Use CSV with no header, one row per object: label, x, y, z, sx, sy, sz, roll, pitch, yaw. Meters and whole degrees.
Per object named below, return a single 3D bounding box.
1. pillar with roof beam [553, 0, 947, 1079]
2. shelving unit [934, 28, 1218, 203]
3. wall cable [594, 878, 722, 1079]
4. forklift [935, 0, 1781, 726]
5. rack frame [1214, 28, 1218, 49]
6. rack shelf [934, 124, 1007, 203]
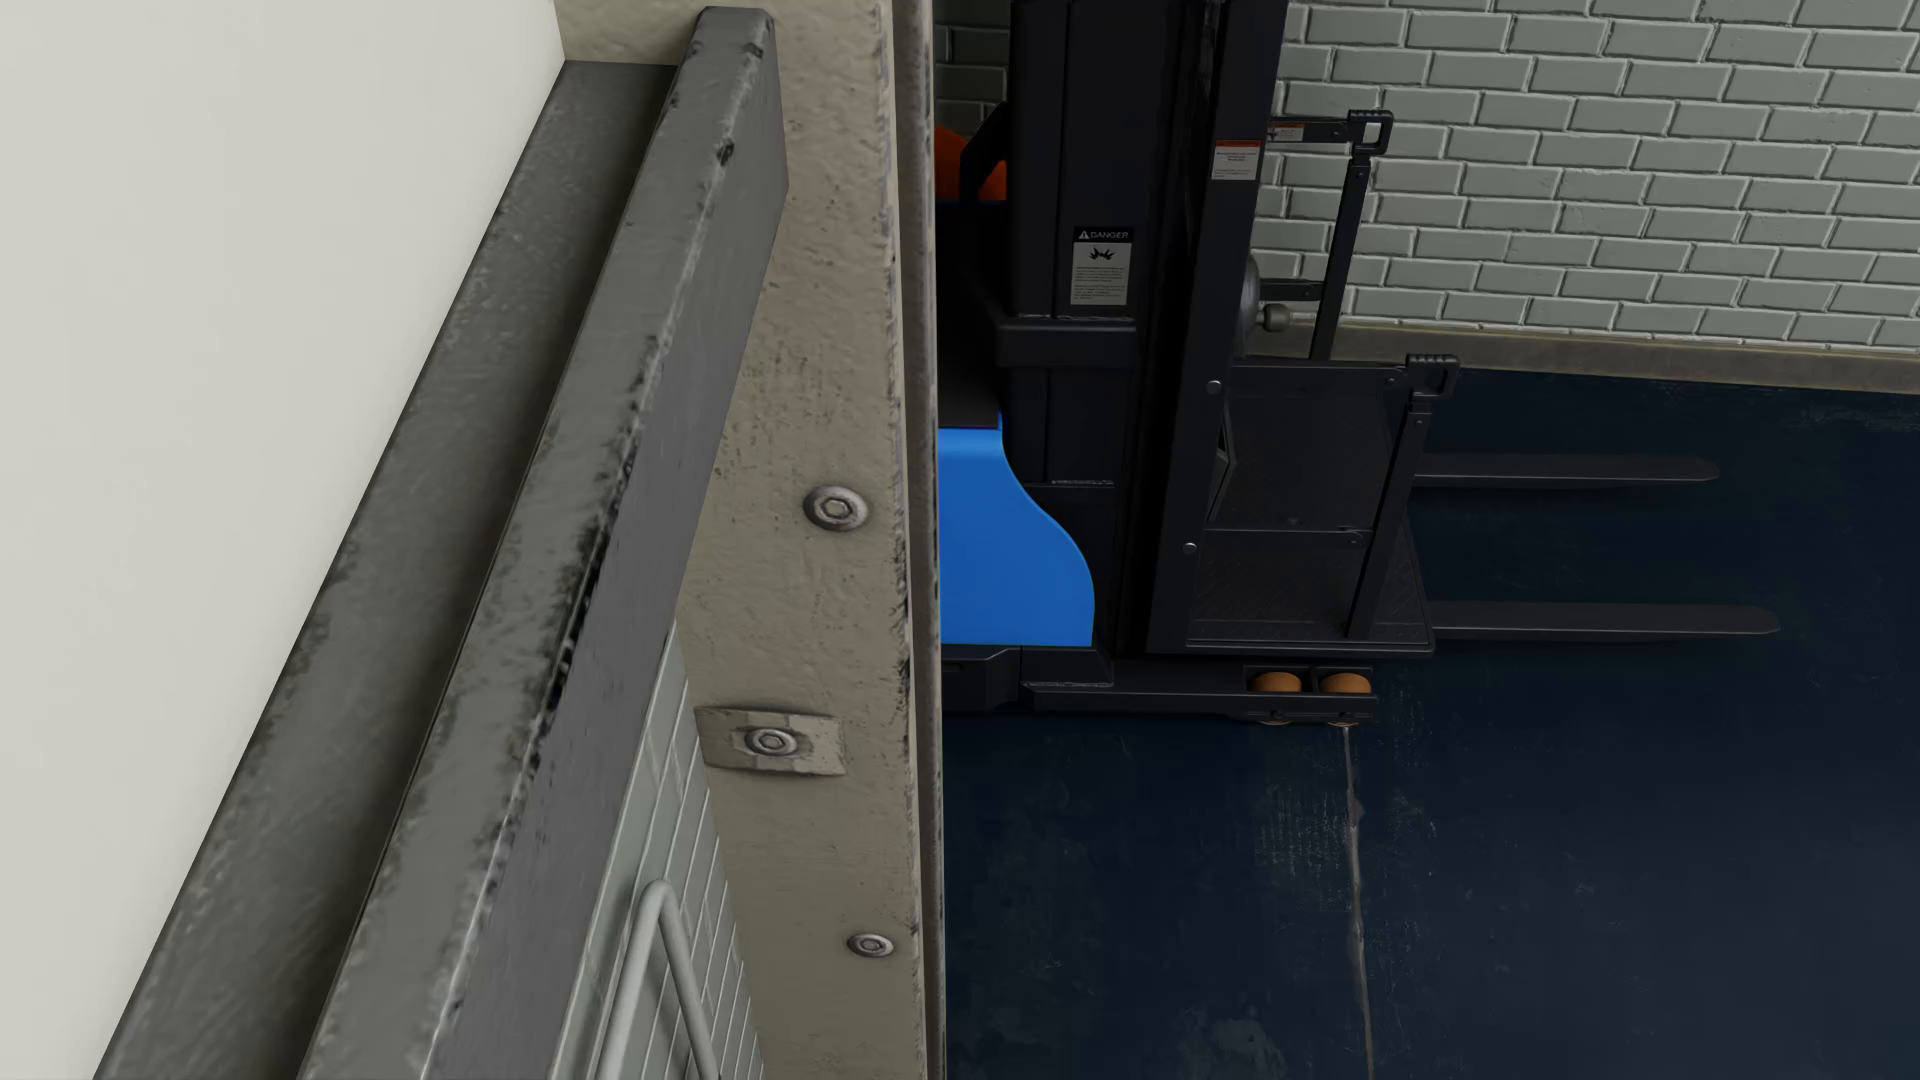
pillar with roof beam,4.084,-1.279,0.322,9.100,9.000,0.400,4,48,4
shelving unit,-0.003,-1.209,5.068,1.083,1.500,0.587,27,39,-17
wall cable,-0.413,1.151,1.476,0.084,1.984,1.851,4,48,4
forklift,0.825,-0.856,4.047,3.031,2.935,1.130,1,48,1
rack frame,0.424,-0.996,5.213,0.032,1.500,0.500,27,39,-17
rack shelf,-0.103,-1.102,5.172,1.000,0.185,0.538,27,39,-17
